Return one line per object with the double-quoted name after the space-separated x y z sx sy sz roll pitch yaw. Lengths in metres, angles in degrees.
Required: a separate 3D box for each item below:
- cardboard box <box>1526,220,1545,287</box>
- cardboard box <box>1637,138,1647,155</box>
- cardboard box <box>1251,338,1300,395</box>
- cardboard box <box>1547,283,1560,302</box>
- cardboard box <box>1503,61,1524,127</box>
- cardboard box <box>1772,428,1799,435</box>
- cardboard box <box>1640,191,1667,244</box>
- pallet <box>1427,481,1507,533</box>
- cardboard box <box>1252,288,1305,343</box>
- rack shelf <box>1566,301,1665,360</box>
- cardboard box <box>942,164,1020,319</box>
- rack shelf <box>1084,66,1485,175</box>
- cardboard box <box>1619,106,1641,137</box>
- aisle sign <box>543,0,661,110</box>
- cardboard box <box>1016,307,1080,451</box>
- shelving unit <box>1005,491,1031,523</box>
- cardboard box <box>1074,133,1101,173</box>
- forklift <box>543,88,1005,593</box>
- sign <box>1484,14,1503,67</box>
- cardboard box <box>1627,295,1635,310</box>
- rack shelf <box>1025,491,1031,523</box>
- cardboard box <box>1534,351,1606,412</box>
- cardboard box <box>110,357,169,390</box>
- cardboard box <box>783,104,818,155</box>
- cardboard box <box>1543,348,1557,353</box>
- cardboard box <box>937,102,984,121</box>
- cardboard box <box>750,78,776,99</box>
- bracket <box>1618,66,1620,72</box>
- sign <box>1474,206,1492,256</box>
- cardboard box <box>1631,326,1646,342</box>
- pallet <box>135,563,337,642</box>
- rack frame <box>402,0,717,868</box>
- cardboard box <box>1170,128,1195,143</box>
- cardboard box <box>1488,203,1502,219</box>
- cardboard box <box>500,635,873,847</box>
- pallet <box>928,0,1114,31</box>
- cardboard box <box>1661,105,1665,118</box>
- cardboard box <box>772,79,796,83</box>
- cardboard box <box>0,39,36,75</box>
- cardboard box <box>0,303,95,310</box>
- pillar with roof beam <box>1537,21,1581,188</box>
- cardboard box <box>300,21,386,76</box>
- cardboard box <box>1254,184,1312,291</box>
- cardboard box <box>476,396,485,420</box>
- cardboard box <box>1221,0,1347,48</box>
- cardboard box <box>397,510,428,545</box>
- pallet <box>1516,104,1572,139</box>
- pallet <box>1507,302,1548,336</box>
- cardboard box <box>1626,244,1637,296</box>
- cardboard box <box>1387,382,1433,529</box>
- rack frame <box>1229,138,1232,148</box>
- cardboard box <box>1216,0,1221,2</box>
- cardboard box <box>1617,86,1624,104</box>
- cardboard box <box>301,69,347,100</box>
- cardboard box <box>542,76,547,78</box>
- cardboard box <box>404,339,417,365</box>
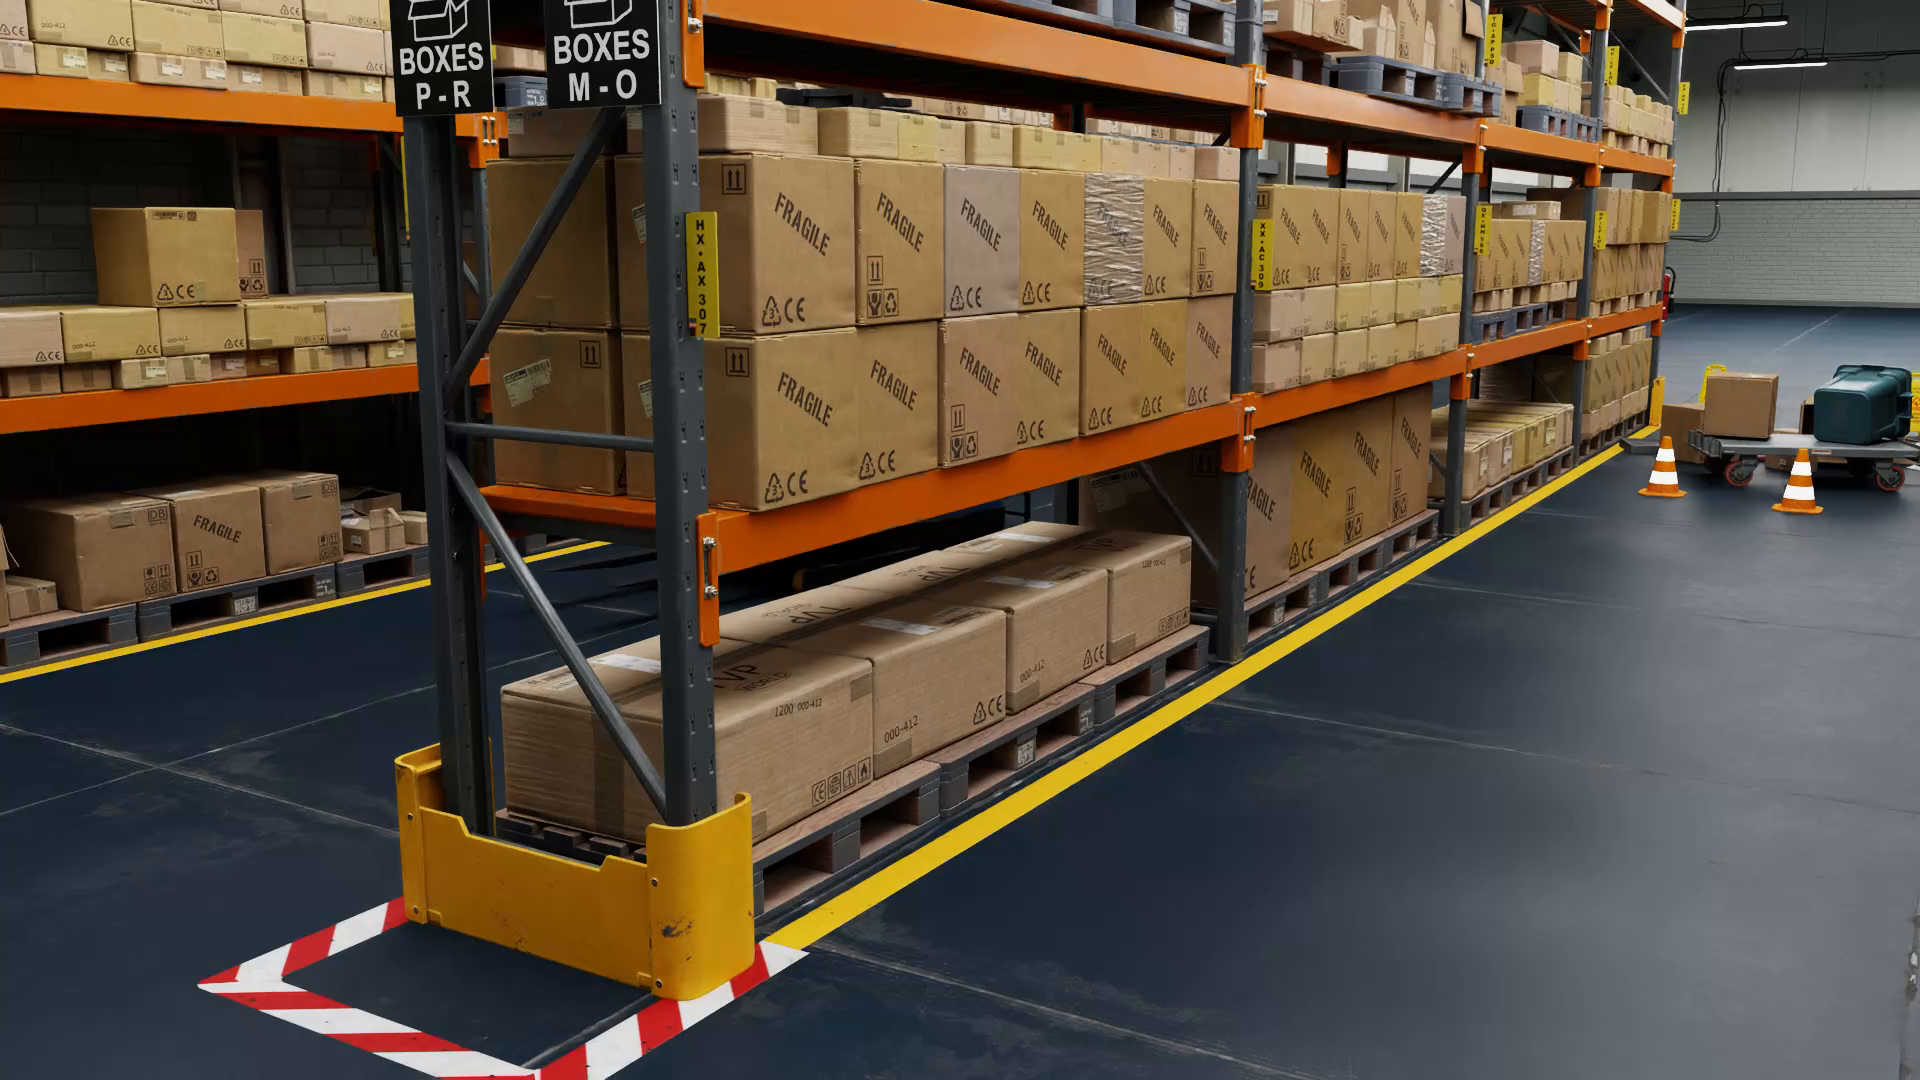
4.239 -2.239 12.954 0.500 0.500 0.500 6 12 29 "cardboard box"
6.454 -3.824 16.175 0.380 0.149 0.250 6 12 30 "cardboard box"
1.384 -0.885 8.351 0.500 0.250 0.500 6 12 29 "cardboard box"
4.668 -2.024 13.571 0.380 0.149 0.250 7 12 31 "cardboard box"
3.774 -3.311 12.473 0.797 0.503 0.637 6 12 31 "cardboard box"
8.206 -1.002 16.314 0.250 0.149 0.380 -6 12 -28 "cardboard box"
6.635 -3.219 16.612 0.700 0.500 0.500 6 12 30 "cardboard box"
3.414 -0.296 12.375 1.003 0.211 1.213 6 12 31 "pallet"
1.399 -1.129 8.296 0.500 0.250 0.500 6 12 29 "cardboard box"
6.122 -2.134 16.569 1.077 0.370 4.000 6 12 31 "rack shelf"
-0.131 -1.038 5.773 0.500 0.500 0.500 6 12 30 "cardboard box"
1.968 -2.350 9.573 1.077 0.370 4.000 6 12 31 "rack shelf"
6.077 -3.922 15.615 0.500 0.250 0.500 7 12 31 "cardboard box"
-0.936 -1.524 4.294 0.394 0.787 0.004 6 12 31 "aisle sign"
0.112 -0.624 6.276 0.500 0.500 0.500 7 13 33 "cardboard box"
0.169 -1.048 11.263 0.431 2.100 0.503 9 14 41 "shelving unit"
0.324 -1.500 6.479 0.380 0.149 0.250 6 12 29 "cardboard box"
-1.067 -1.221 9.926 1.130 2.935 3.031 9 14 41 "forklift"
3.477 -3.257 10.842 0.100 0.325 0.005 6 12 31 "sign"
6.544 -2.391 16.673 0.380 0.149 0.250 6 12 30 "cardboard box"
0.169 -0.347 11.394 0.431 0.518 0.480 9 14 41 "rack shelf"
5.620 -1.463 15.326 0.500 0.500 0.500 7 13 33 "cardboard box"
-4.275 -0.859 8.488 0.380 0.149 0.250 6 12 29 "cardboard box"
-0.651 -1.222 4.995 0.380 0.149 0.250 7 13 32 "cardboard box"
5.424 -1.595 16.030 0.500 0.500 0.500 7 12 32 "cardboard box"
-0.125 -4.047 14.999 0.500 0.500 0.500 7 13 32 "cardboard box"
-1.617 -3.414 12.626 0.380 0.149 0.250 6 12 31 "cardboard box"
17.447 -12.589 44.377 0.235 0.232 0.430 6 12 31 "bracket"
3.483 -2.060 11.076 0.100 0.325 0.005 6 12 31 "sign"
6.834 -2.129 17.120 0.380 0.149 0.250 7 13 32 "cardboard box"
-4.304 0.283 9.283 1.003 0.211 1.213 6 12 31 "pallet"
-1.147 -0.285 4.742 1.000 3.000 0.127 6 12 31 "rack frame"
2.277 -4.810 19.074 0.700 0.500 0.500 6 12 31 "cardboard box"
4.537 -2.853 14.473 0.380 0.149 0.250 6 12 30 "cardboard box"
-0.890 0.654 5.545 0.875 0.438 0.875 6 12 29 "cardboard box"
-0.138 -2.027 6.132 1.003 0.211 1.213 6 12 31 "pallet"
7.070 -4.426 17.225 0.380 0.149 0.250 7 12 32 "cardboard box"
-1.485 -3.600 12.810 0.380 0.149 0.250 6 12 29 "cardboard box"
-4.548 -2.250 7.765 0.380 0.149 0.250 7 13 32 "cardboard box"
-4.849 -1.088 8.626 0.500 0.250 0.500 7 13 32 "cardboard box"
17.924 -9.564 38.001 9.100 9.000 0.548 6 12 31 "pillar with roof beam"
-3.612 -2.752 9.367 0.500 0.250 0.500 6 12 29 "cardboard box"
1.404 -1.497 8.224 0.500 0.500 0.500 7 12 31 "cardboard box"
-2.953 -0.868 10.933 0.380 0.149 0.250 6 12 30 "cardboard box"
1.635 -2.755 8.371 0.500 0.500 0.500 6 12 30 "cardboard box"
-3.353 -0.078 10.238 0.380 0.149 0.250 6 12 29 "cardboard box"
4.136 -3.304 13.227 1.213 0.211 1.003 6 12 31 "pallet"
3.999 -1.765 13.164 1.003 0.211 1.213 6 12 31 "pallet"
6.308 -2.651 16.297 0.500 0.500 0.500 7 12 31 "cardboard box"
2.577 -0.605 11.082 0.875 0.875 0.875 6 12 30 "cardboard box"
2.916 -6.224 20.161 1.000 3.000 0.127 6 12 31 "rack frame"
1.208 -2.710 8.643 0.500 0.311 0.500 6 12 31 "cardboard box"
5.781 -4.018 15.045 0.380 0.149 0.250 6 12 29 "cardboard box"
-3.657 -2.536 9.297 0.380 0.149 0.250 6 12 30 "cardboard box"
-2.608 -3.090 10.842 0.380 0.149 0.250 7 12 31 "cardboard box"
-3.381 -1.147 10.029 0.380 0.149 0.250 7 13 32 "cardboard box"
